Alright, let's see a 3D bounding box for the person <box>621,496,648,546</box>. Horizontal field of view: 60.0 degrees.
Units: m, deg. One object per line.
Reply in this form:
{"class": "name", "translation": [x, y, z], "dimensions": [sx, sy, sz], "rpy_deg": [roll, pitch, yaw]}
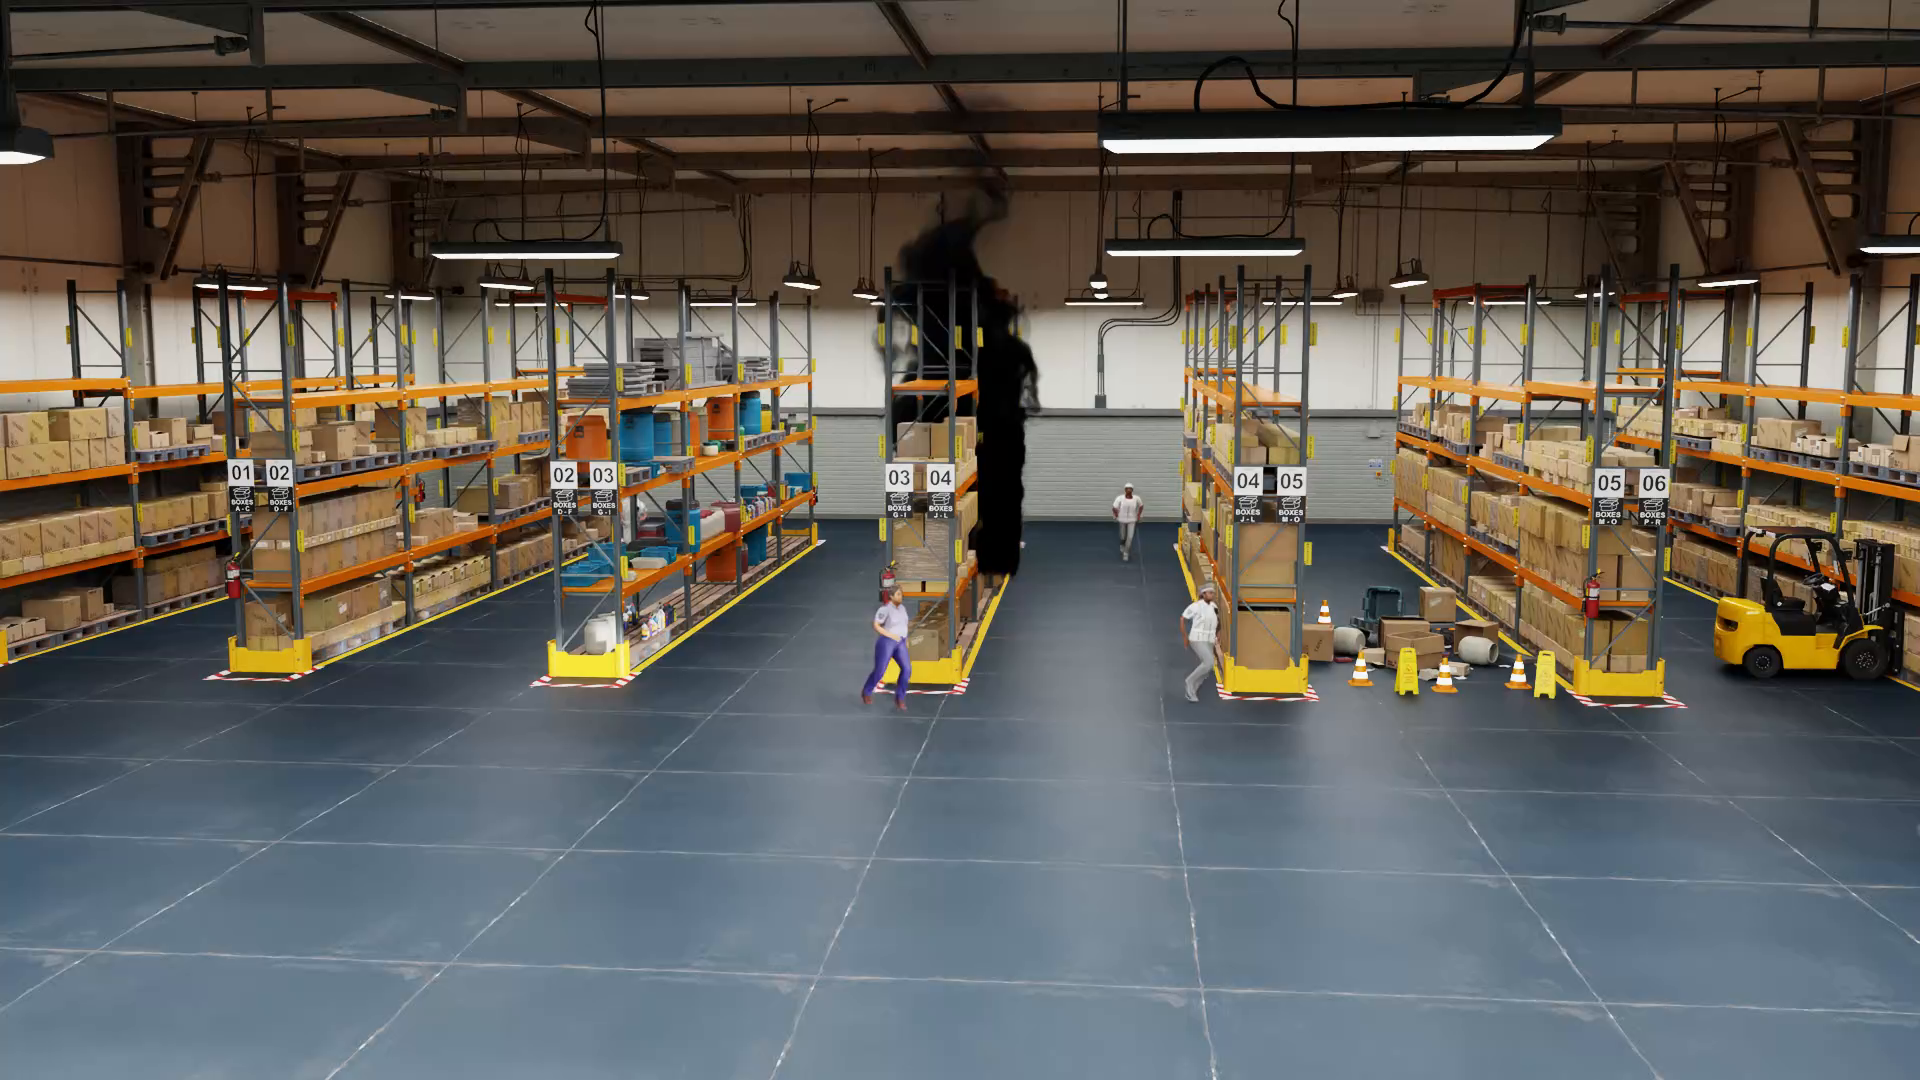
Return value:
{"class": "person", "translation": [-7.135, -0.260, 36.340], "dimensions": [0.673, 1.762, 1.008], "rpy_deg": [0, 7, 4]}

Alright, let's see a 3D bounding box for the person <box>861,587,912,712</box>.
{"class": "person", "translation": [-0.924, 1.470, 22.620], "dimensions": [0.665, 1.682, 0.762], "rpy_deg": [-6, 9, -42]}

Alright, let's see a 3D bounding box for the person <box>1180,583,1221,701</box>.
{"class": "person", "translation": [3.401, 1.408, 22.957], "dimensions": [0.589, 1.638, 0.539], "rpy_deg": [-5, 8, -34]}

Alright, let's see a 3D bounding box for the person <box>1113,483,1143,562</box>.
{"class": "person", "translation": [3.802, -0.416, 37.625], "dimensions": [0.701, 1.762, 0.850], "rpy_deg": [1, 7, 4]}
